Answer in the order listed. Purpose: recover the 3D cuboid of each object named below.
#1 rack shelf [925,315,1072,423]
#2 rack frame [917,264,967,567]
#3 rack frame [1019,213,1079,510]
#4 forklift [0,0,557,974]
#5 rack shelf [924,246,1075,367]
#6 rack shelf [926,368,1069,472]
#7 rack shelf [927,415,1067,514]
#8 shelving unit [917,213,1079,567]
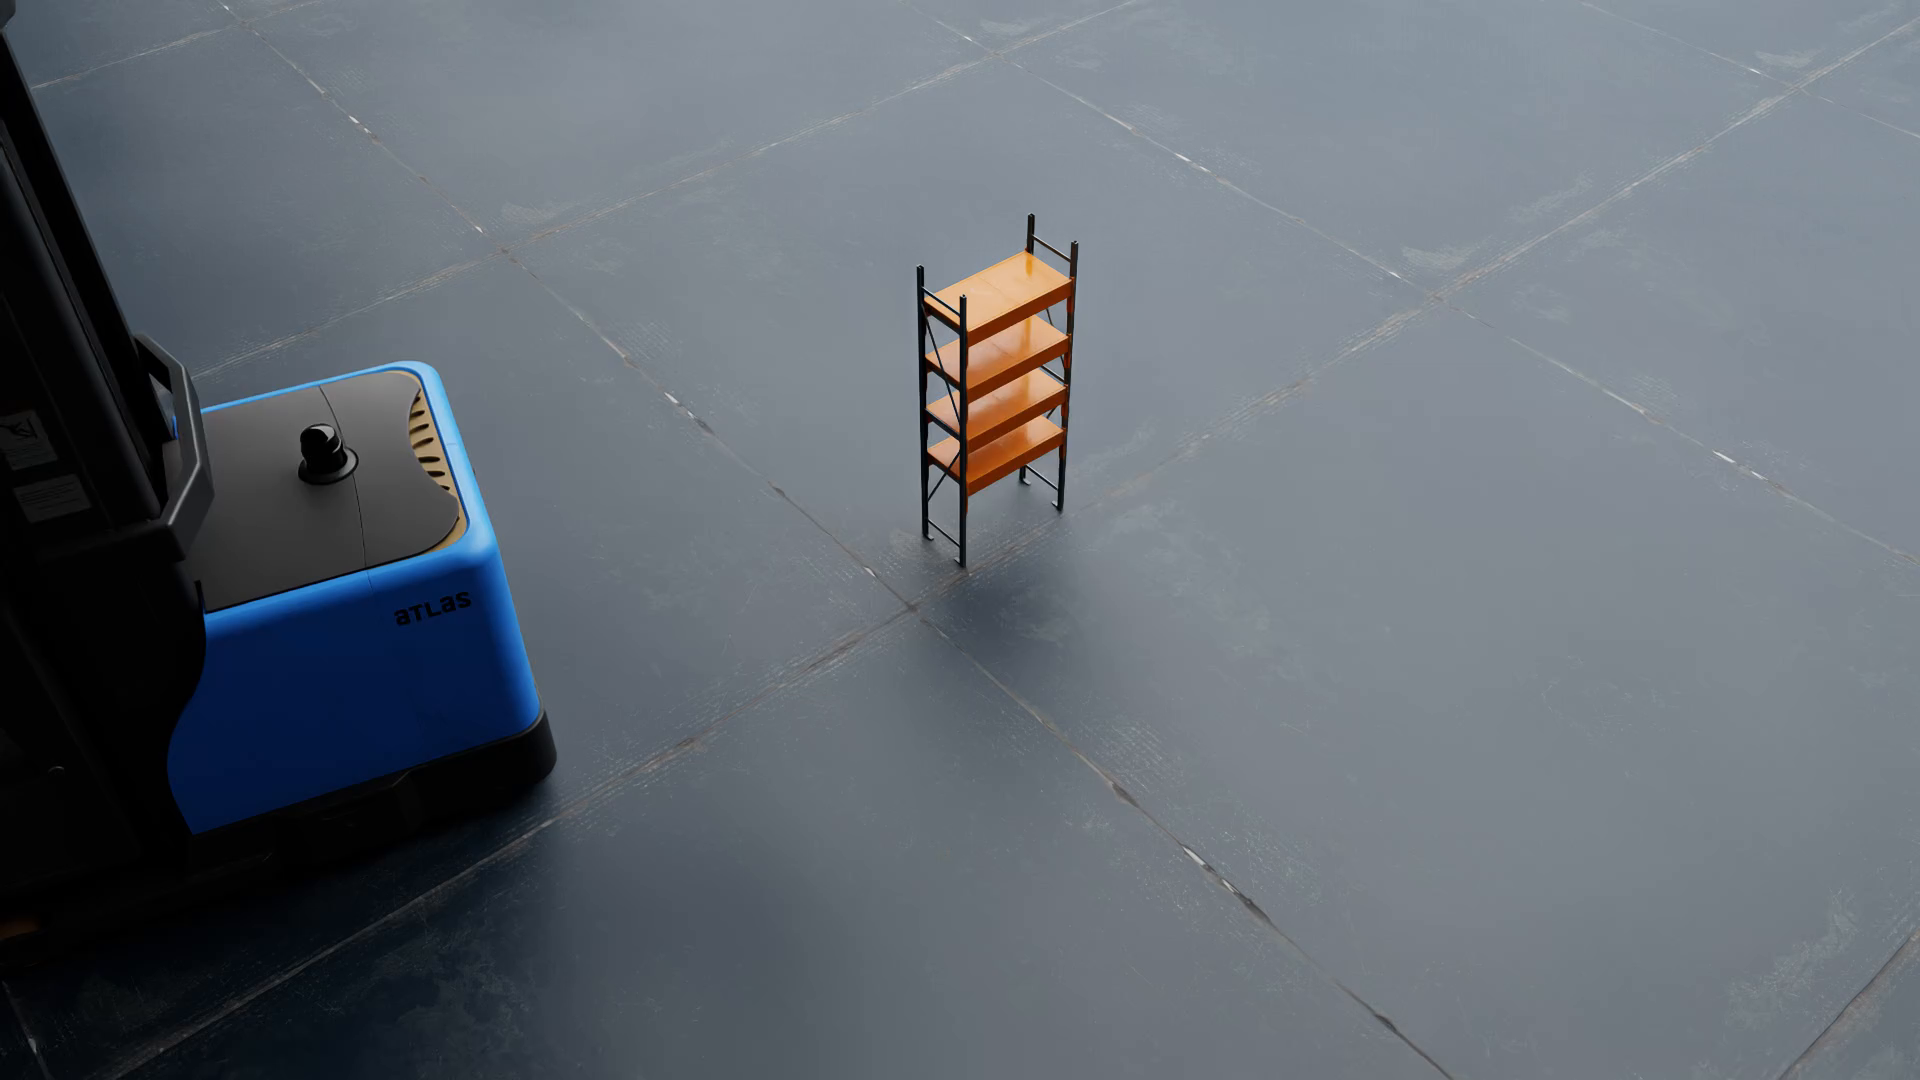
[{"bbox_3d":[0.127,-0.624,5.810,0.480,0.148,0.258,-30,51,-28],"label":"rack shelf"},{"bbox_3d":[-0.060,-0.403,5.803,0.015,1.200,0.240,-30,51,-28],"label":"rack frame"},{"bbox_3d":[0.314,-0.617,6.031,0.015,1.200,0.240,-30,51,-28],"label":"rack frame"},{"bbox_3d":[-2.870,-0.170,4.290,3.031,2.935,1.130,-17,46,-17],"label":"forklift"},{"bbox_3d":[0.127,-0.796,5.648,0.480,0.148,0.258,-30,51,-28],"label":"rack shelf"},{"bbox_3d":[0.127,-0.461,5.963,0.480,0.148,0.258,-30,51,-28],"label":"rack shelf"},{"bbox_3d":[0.127,-0.316,6.099,0.480,0.148,0.258,-30,51,-28],"label":"rack shelf"},{"bbox_3d":[0.127,-0.510,5.917,0.503,1.200,0.258,-30,51,-28],"label":"shelving unit"}]
